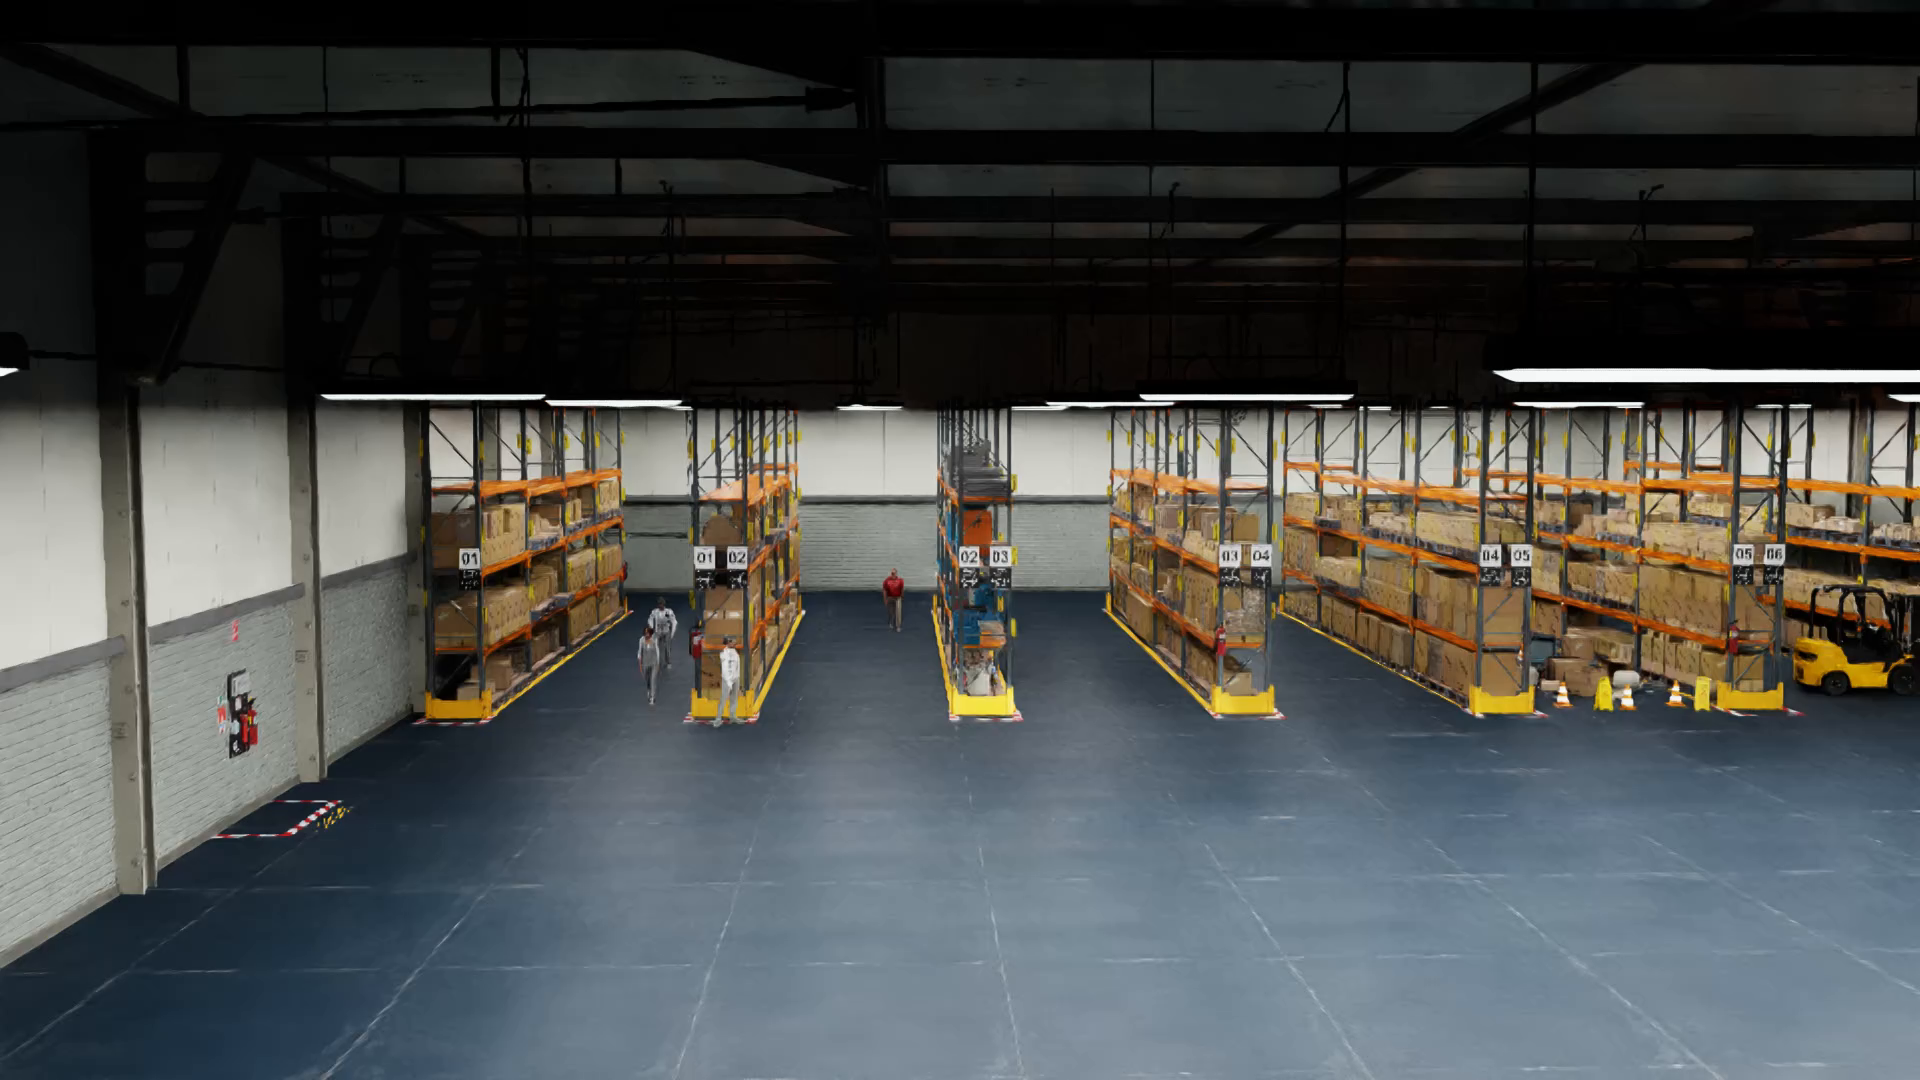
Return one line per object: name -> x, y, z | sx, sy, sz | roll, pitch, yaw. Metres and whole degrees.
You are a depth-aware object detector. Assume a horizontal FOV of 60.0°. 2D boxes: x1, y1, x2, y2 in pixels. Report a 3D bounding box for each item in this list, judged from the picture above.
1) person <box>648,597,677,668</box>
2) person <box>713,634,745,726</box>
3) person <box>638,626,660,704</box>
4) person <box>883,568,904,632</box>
person -> -6.623, 2.057, 37.025 | 0.639, 1.632, 0.512 | 0, 4, -4
person -> -4.235, 2.542, 30.319 | 0.408, 1.678, 0.634 | 2, 5, 24
person -> -6.118, 2.428, 32.678 | 0.417, 1.516, 1.036 | 0, 4, 0
person -> -1.739, 1.538, 43.343 | 0.542, 1.645, 1.126 | 0, 4, 0
